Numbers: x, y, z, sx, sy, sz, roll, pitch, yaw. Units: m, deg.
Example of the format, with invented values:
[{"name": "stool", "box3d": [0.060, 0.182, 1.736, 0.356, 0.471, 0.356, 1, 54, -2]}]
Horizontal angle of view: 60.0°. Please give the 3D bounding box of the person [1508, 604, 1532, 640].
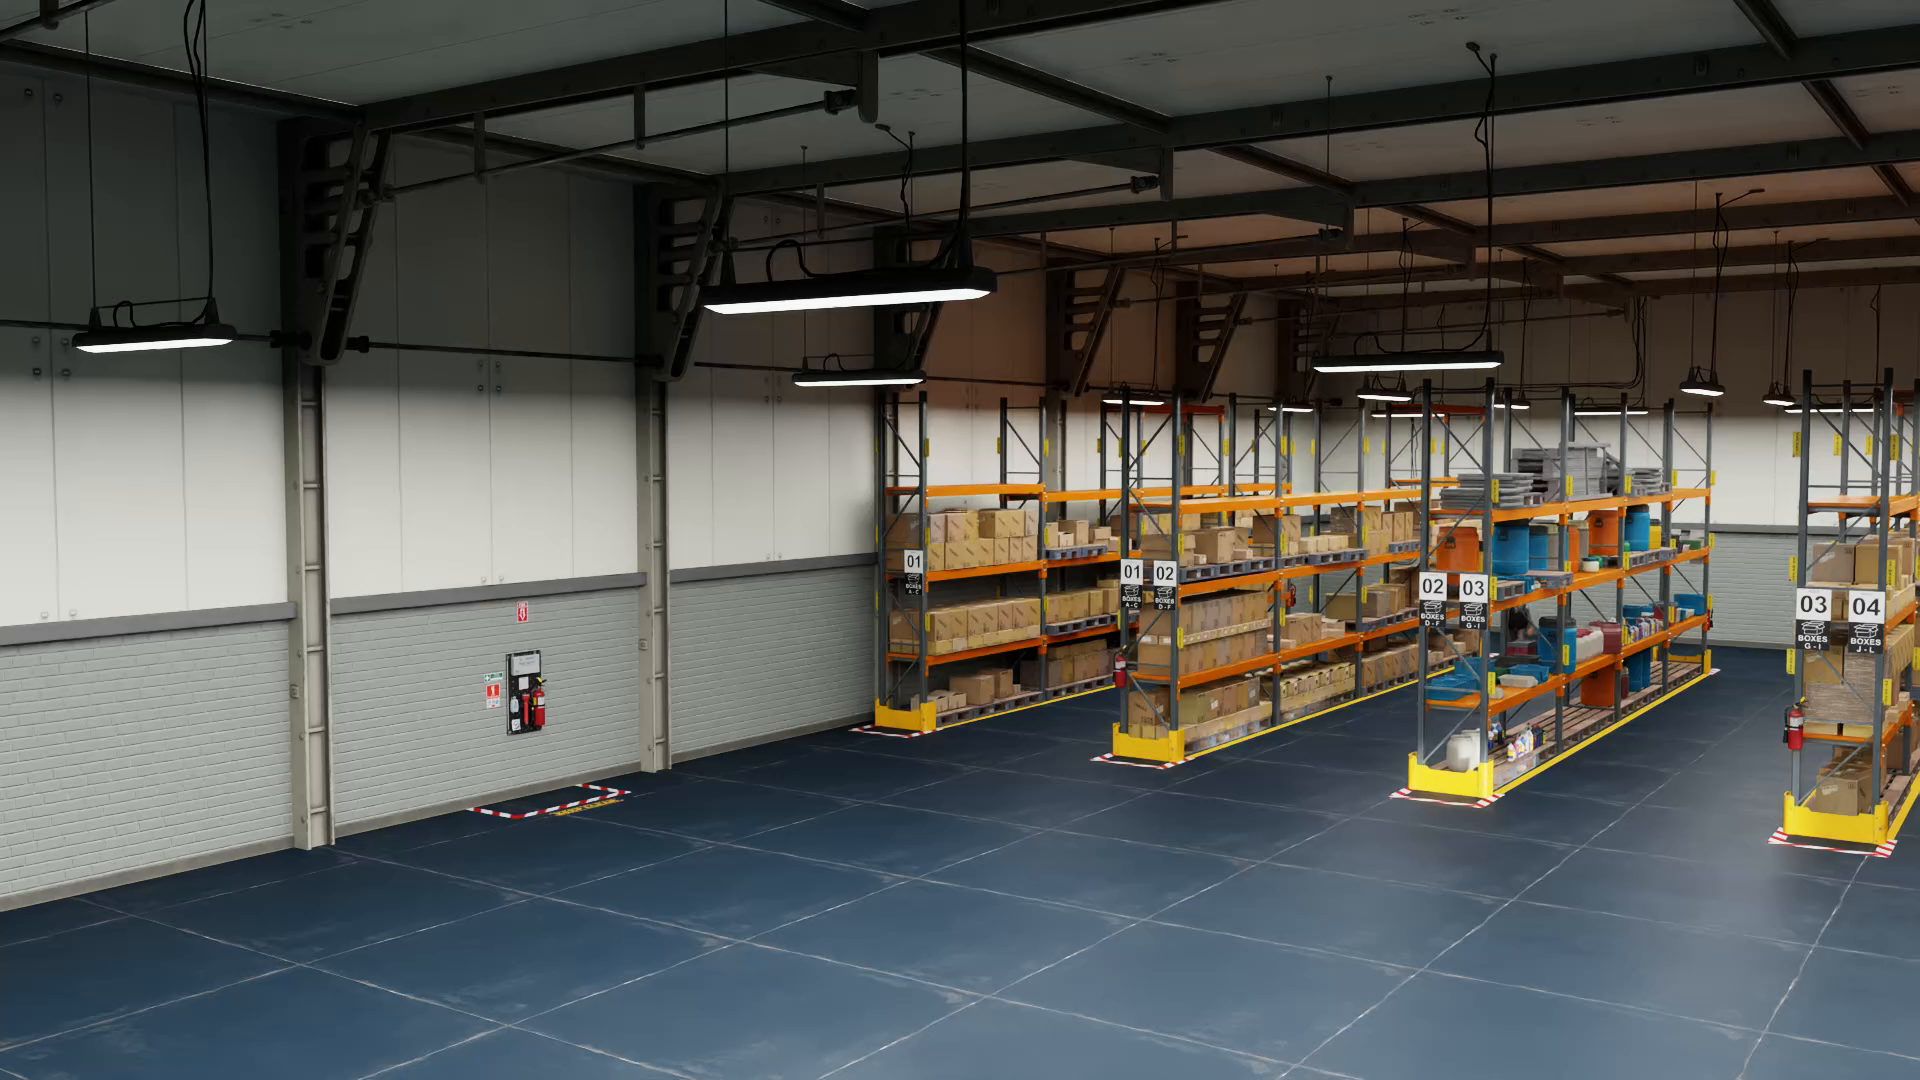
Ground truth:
[{"name": "person", "box3d": [12.812, 2.041, 38.237, 0.595, 1.669, 1.084, 2, 4, 31]}]
